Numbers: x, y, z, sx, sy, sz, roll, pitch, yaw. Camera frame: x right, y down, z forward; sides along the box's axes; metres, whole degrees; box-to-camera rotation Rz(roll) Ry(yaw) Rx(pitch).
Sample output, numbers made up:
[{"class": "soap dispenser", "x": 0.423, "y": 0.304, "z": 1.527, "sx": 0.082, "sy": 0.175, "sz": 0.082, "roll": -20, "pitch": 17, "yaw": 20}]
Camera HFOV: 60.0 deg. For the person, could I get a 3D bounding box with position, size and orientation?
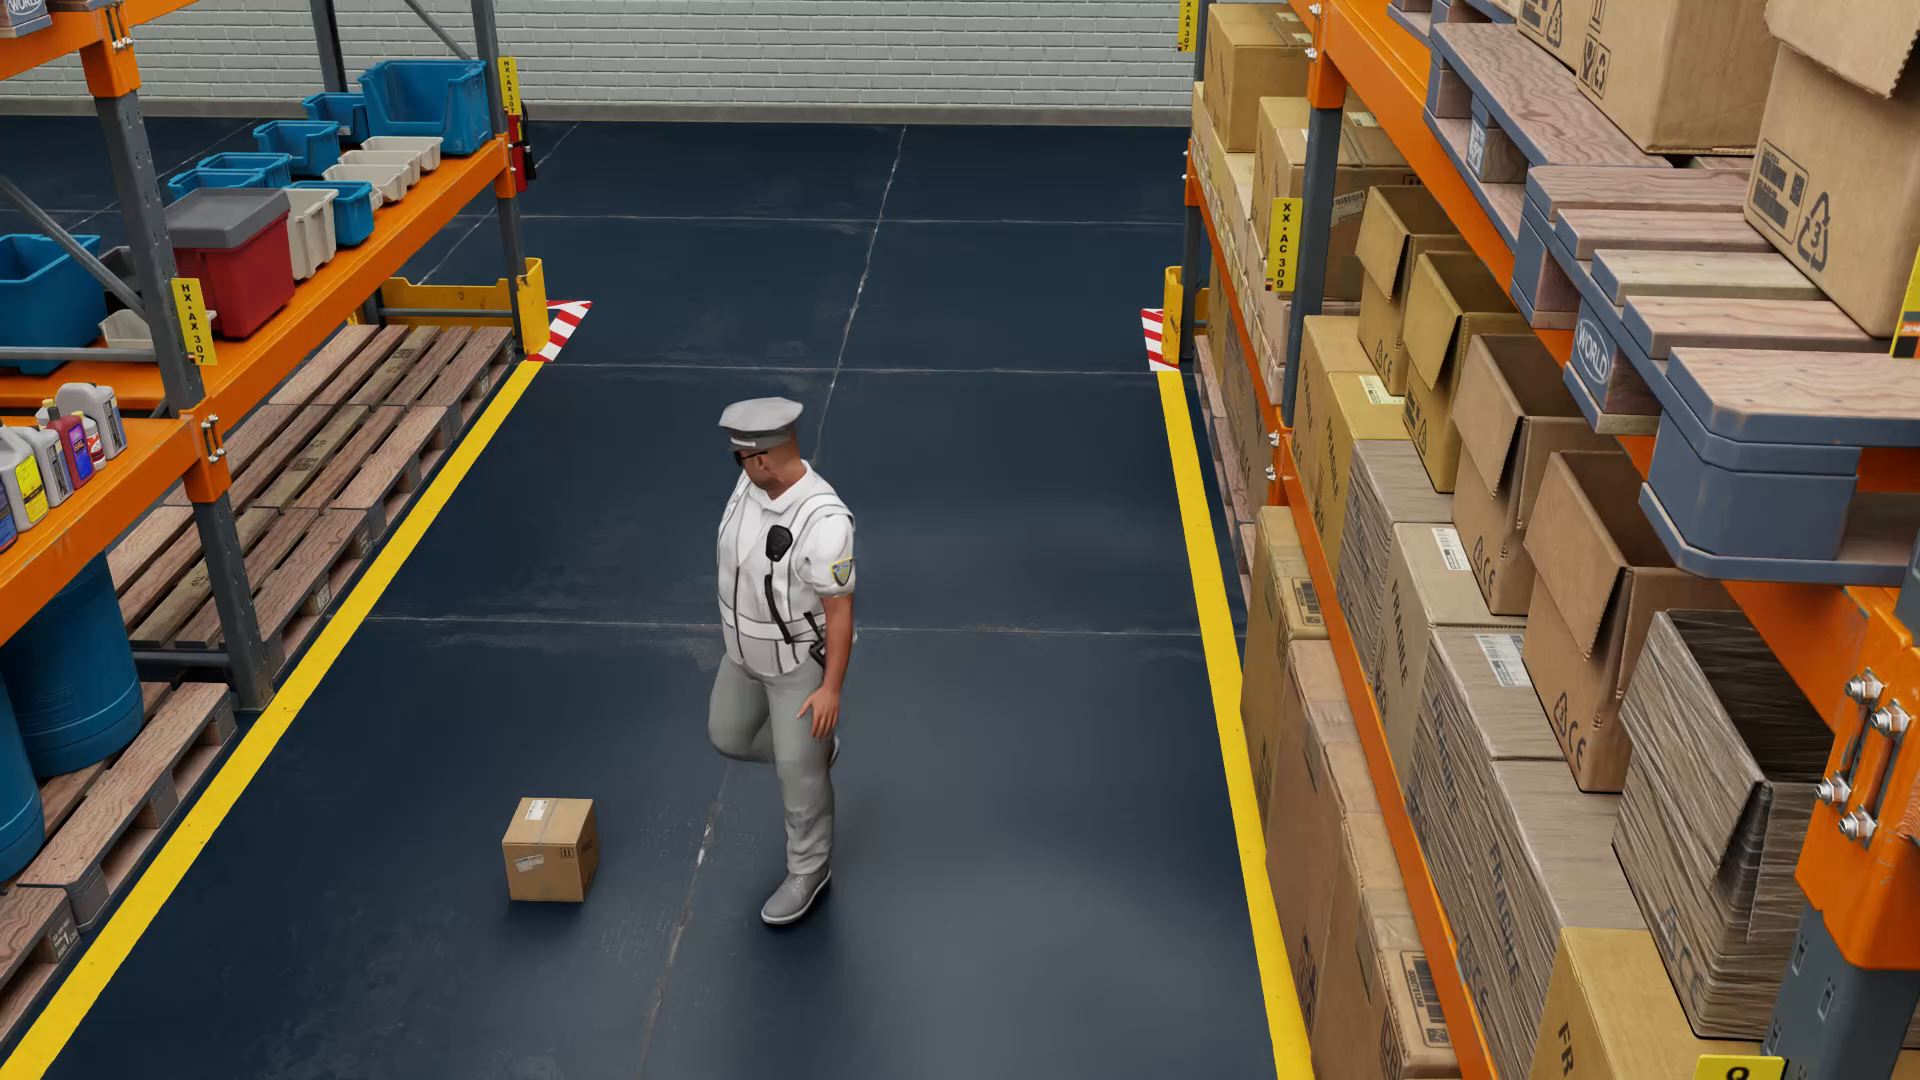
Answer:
[{"class": "person", "x": -0.544, "y": 0.357, "z": 5.414, "sx": 0.584, "sy": 1.738, "sz": 0.630, "roll": 24, "pitch": 36, "yaw": 37}]
